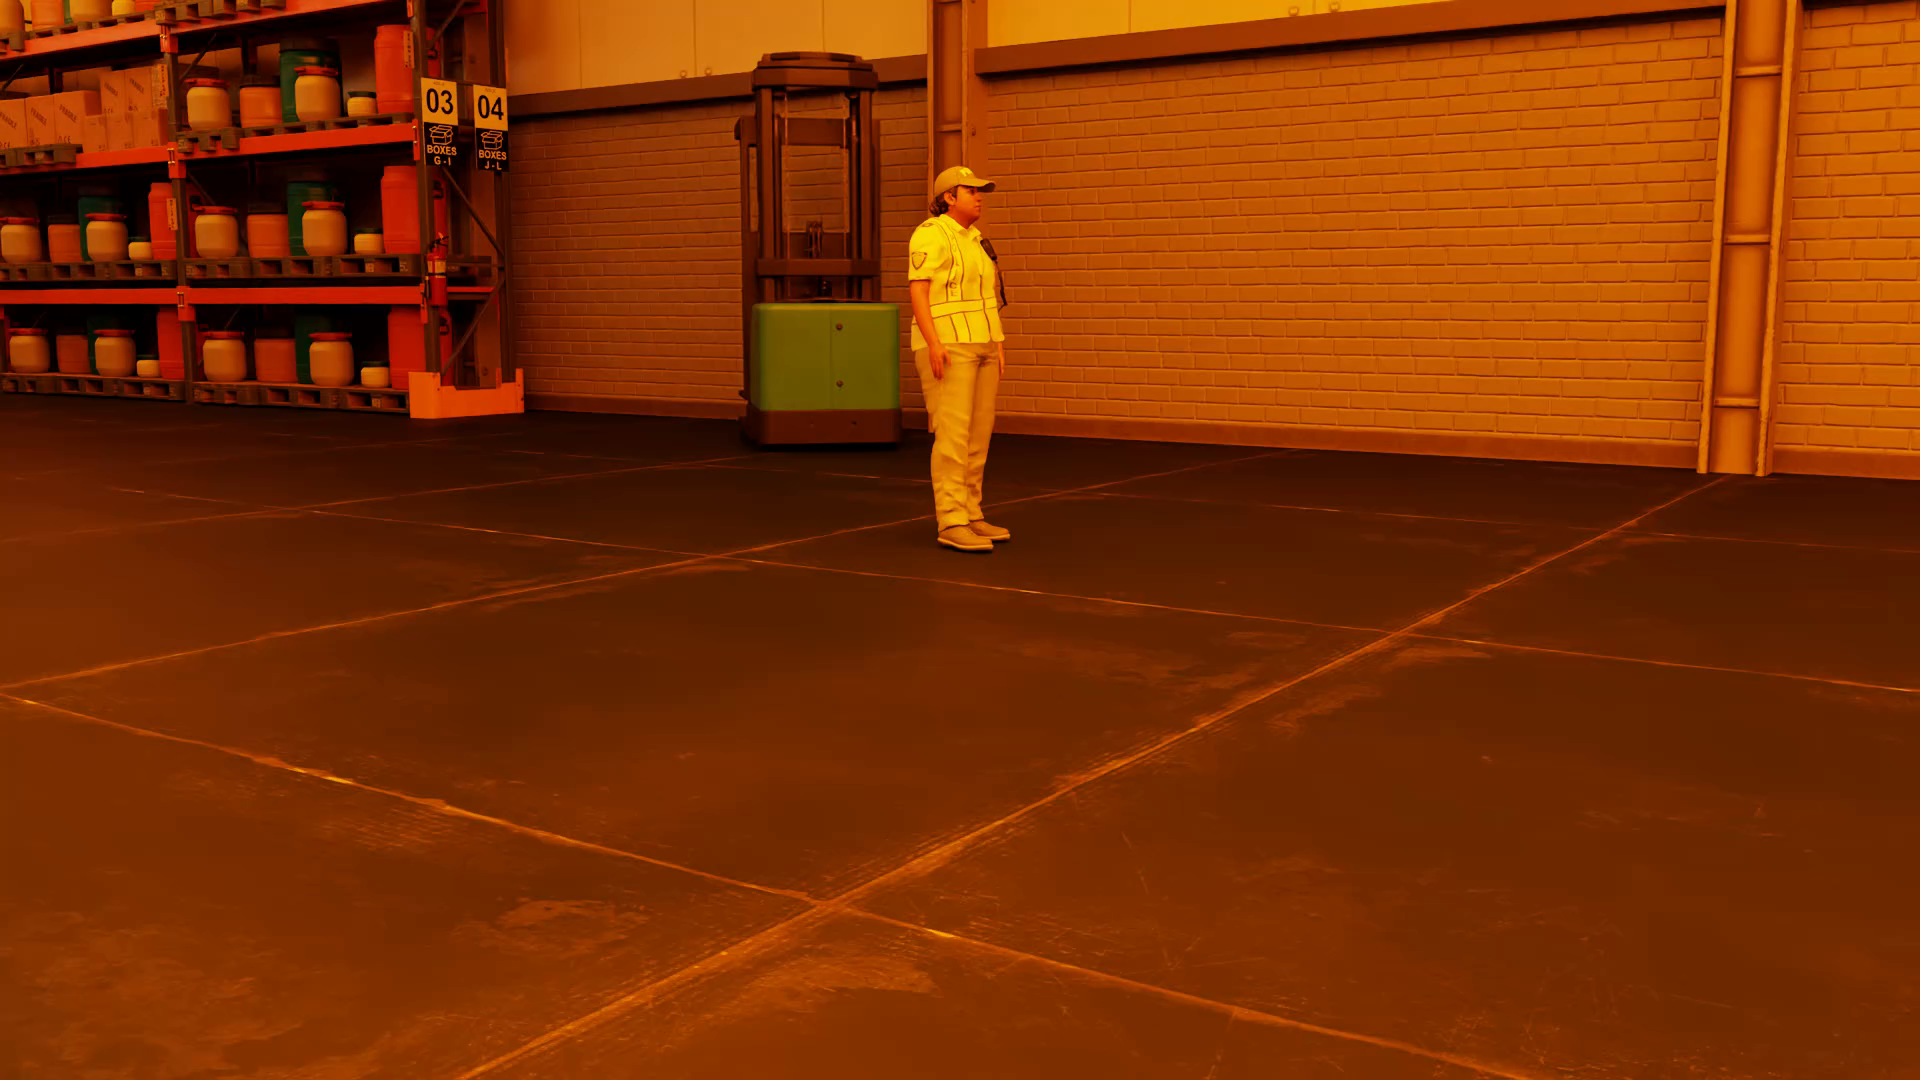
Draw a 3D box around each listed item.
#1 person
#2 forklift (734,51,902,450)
[{"bbox_3d":[0.051,-0.825,7.424,0.529,1.670,0.598,5,10,34],"label":"person"},{"bbox_3d":[-1.209,-2.286,13.272,1.130,2.935,3.031,-2,8,-11],"label":"forklift"}]
